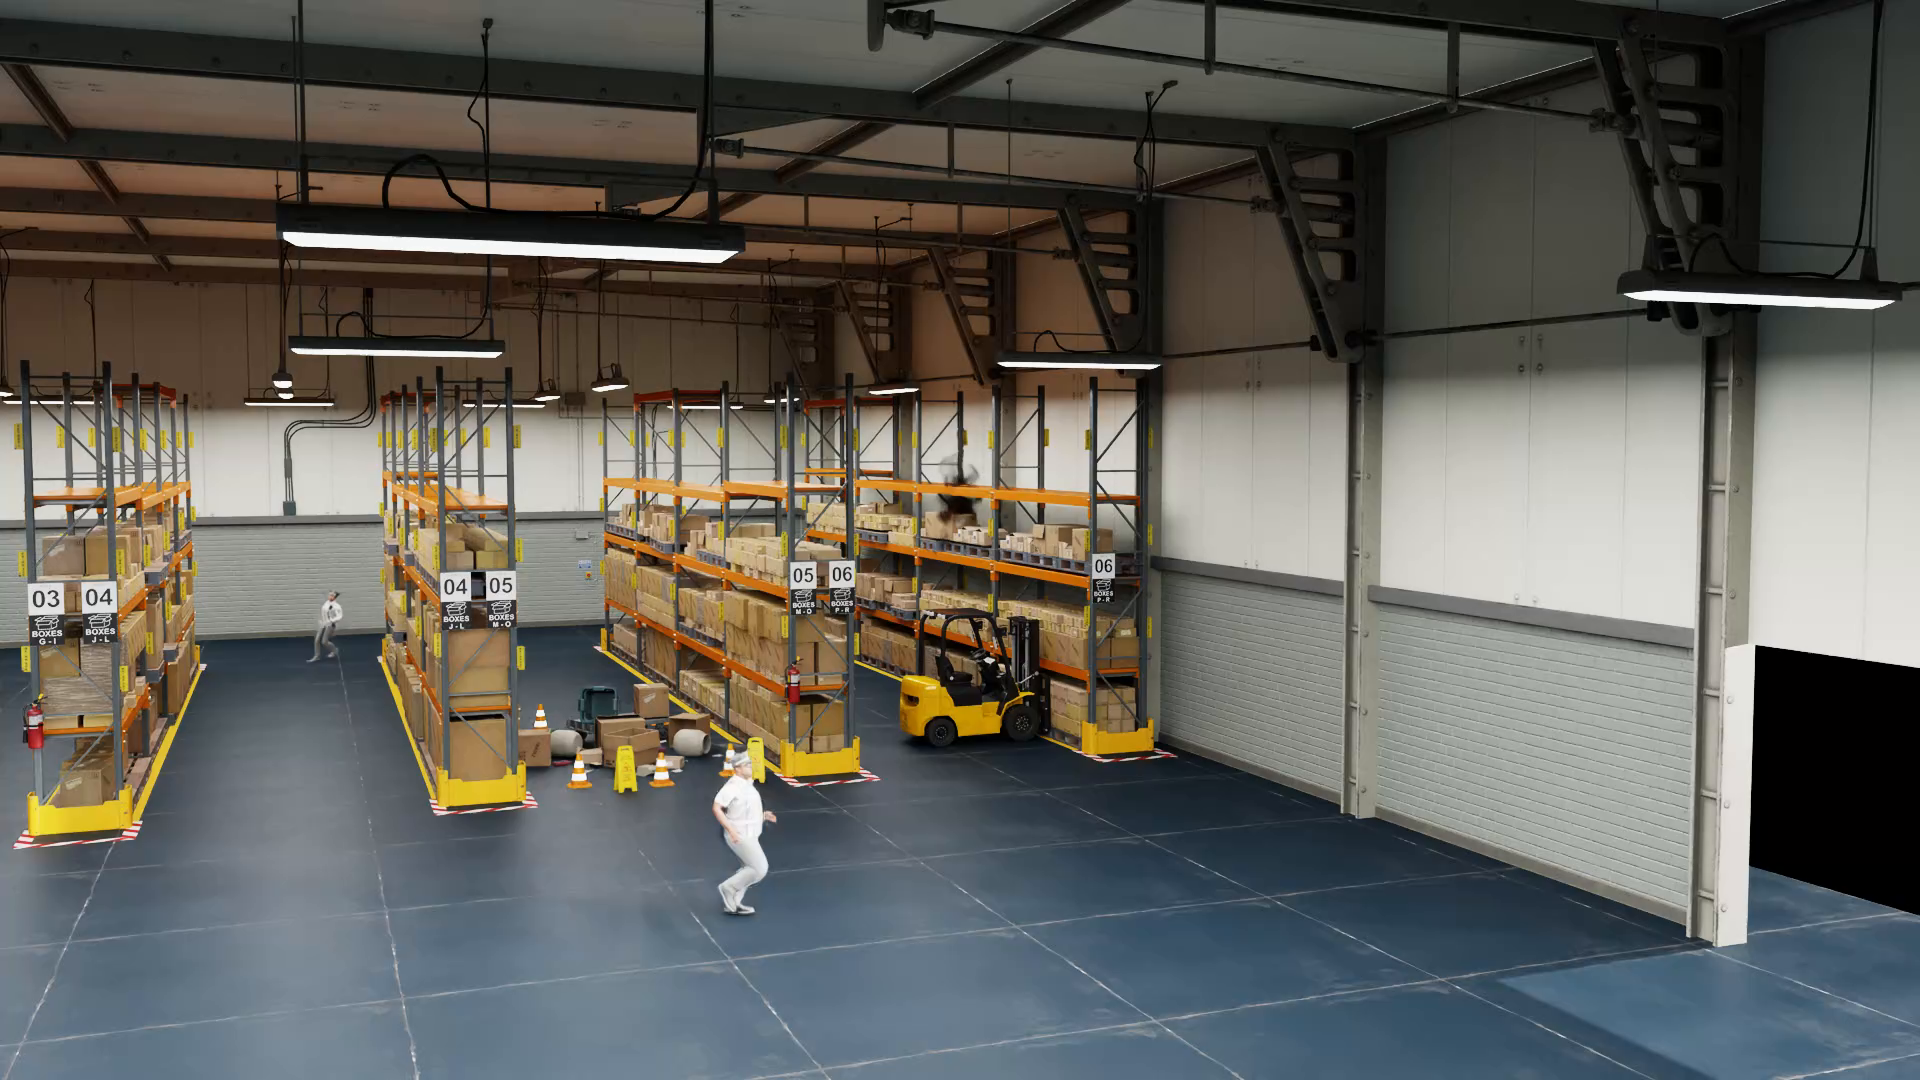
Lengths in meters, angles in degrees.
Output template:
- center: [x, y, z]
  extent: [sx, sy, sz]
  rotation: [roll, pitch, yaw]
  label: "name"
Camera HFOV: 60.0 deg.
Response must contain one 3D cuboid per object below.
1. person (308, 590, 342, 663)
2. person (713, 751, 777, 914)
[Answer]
- center: [-14.257, 1.944, 37.547]
  extent: [0.655, 1.654, 0.686]
  rotation: [2, 4, 30]
  label: "person"
- center: [-2.224, 3.077, 17.478]
  extent: [0.585, 1.738, 0.656]
  rotation: [1, 3, 9]
  label: "person"
